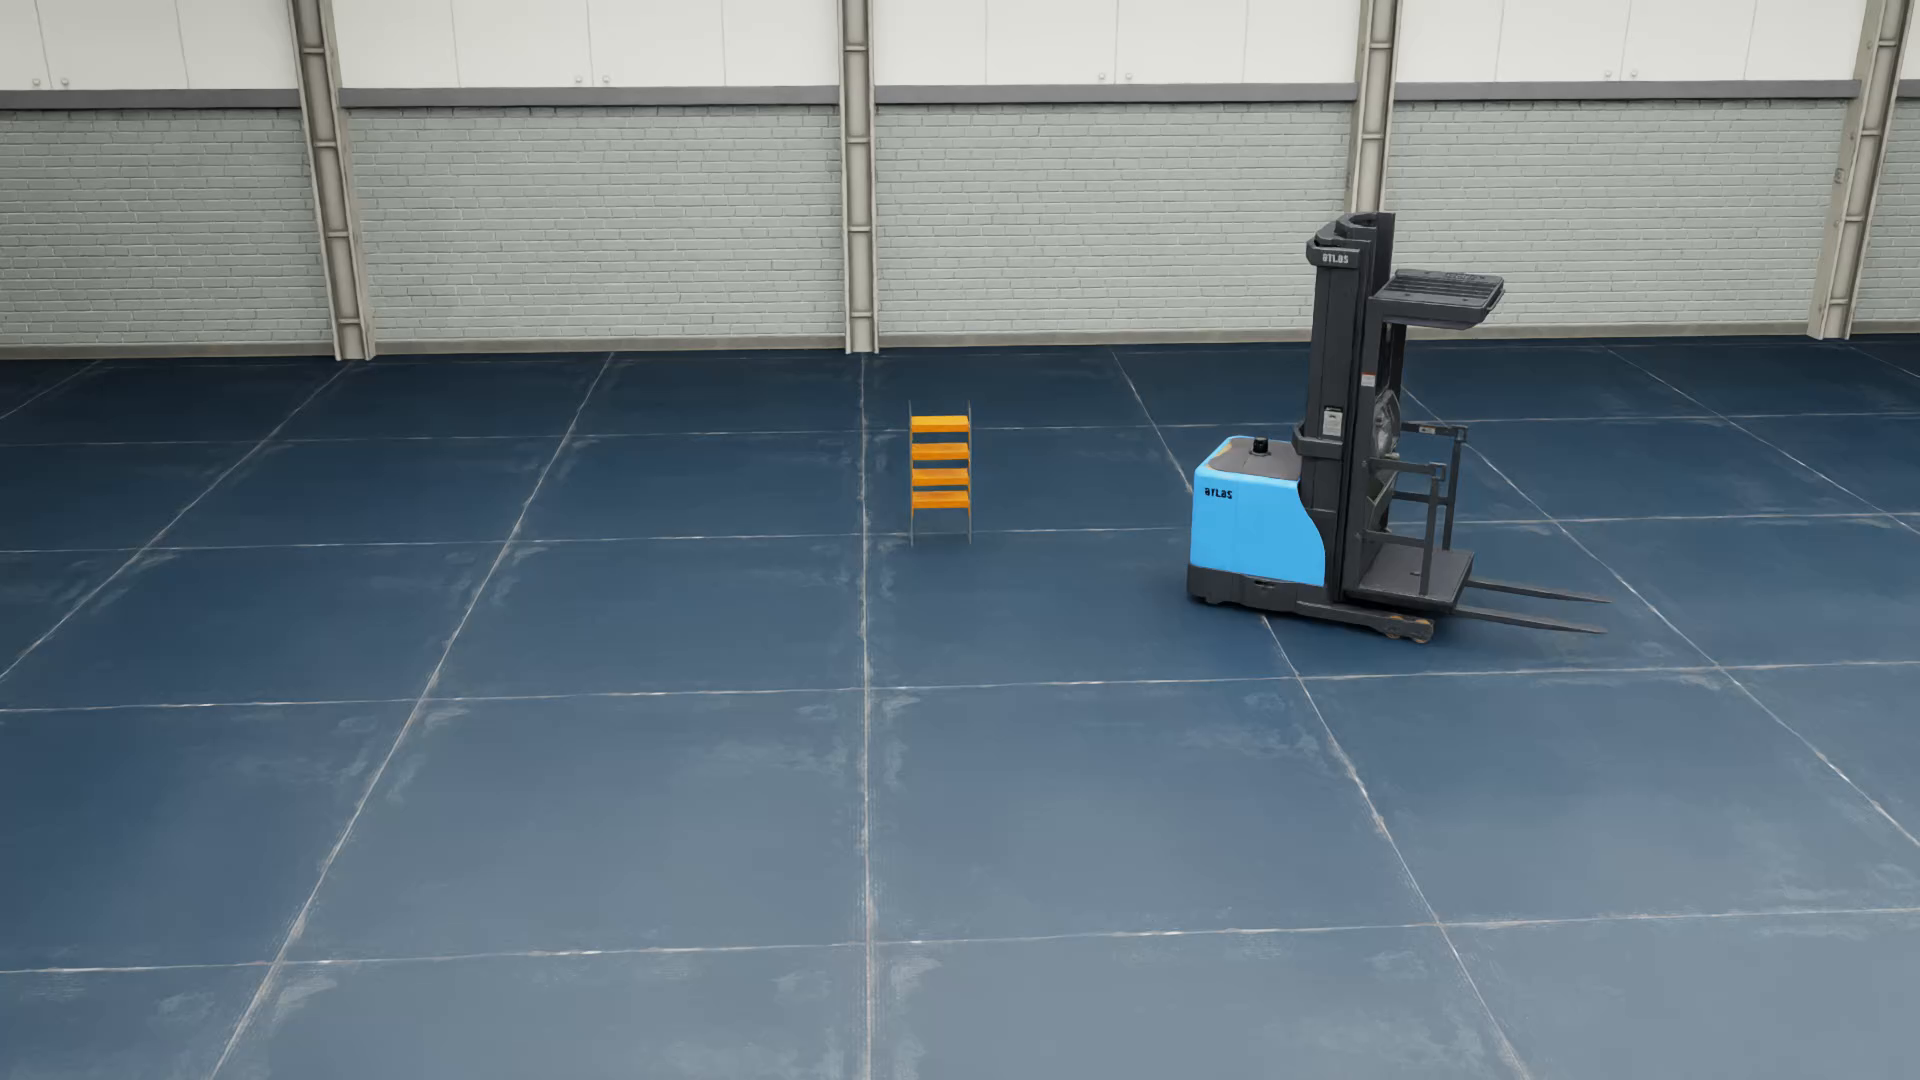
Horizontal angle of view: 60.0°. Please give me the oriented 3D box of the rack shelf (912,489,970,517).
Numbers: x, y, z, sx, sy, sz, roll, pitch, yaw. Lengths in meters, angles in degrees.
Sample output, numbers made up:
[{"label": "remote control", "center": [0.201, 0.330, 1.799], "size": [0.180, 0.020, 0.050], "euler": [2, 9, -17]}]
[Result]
[{"label": "rack shelf", "center": [-0.165, -0.309, 13.925], "size": [0.480, 0.148, 0.258], "euler": [-1, 21, -3]}]

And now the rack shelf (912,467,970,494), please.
[{"label": "rack shelf", "center": [-0.165, -0.494, 13.854], "size": [0.480, 0.148, 0.258], "euler": [-1, 21, -3]}]

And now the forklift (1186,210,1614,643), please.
[{"label": "forklift", "center": [3.307, -0.837, 12.132], "size": [3.031, 2.935, 1.130], "euler": [9, 23, 23]}]

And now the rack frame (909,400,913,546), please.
[{"label": "rack frame", "center": [-0.409, -0.552, 13.817], "size": [0.015, 1.200, 0.240], "euler": [-1, 21, -3]}]

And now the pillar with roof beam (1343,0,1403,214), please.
[{"label": "pillar with roof beam", "center": [5.057, -5.090, 14.775], "size": [0.400, 9.000, 9.100], "euler": [-1, 21, -3]}]

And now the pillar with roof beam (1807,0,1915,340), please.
[{"label": "pillar with roof beam", "center": [11.047, -5.212, 15.095], "size": [0.400, 9.000, 9.100], "euler": [-1, 21, -3]}]

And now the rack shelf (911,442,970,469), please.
[{"label": "rack shelf", "center": [-0.165, -0.704, 13.774], "size": [0.480, 0.148, 0.258], "euler": [-1, 21, -3]}]

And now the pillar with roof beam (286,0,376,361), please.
[{"label": "pillar with roof beam", "center": [-6.923, -4.847, 14.135], "size": [0.400, 9.000, 9.100], "euler": [-1, 21, -3]}]

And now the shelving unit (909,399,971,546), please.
[{"label": "shelving unit", "center": [-0.165, -0.557, 13.830], "size": [0.503, 1.200, 0.258], "euler": [-1, 21, -3]}]

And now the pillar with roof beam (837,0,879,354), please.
[{"label": "pillar with roof beam", "center": [-0.933, -4.968, 14.455], "size": [0.400, 9.000, 9.100], "euler": [-1, 21, -3]}]

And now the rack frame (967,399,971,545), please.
[{"label": "rack frame", "center": [0.078, -0.562, 13.843], "size": [0.015, 1.200, 0.240], "euler": [-1, 21, -3]}]

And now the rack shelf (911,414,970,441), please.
[{"label": "rack shelf", "center": [-0.165, -0.925, 13.690], "size": [0.480, 0.148, 0.258], "euler": [-1, 21, -3]}]
